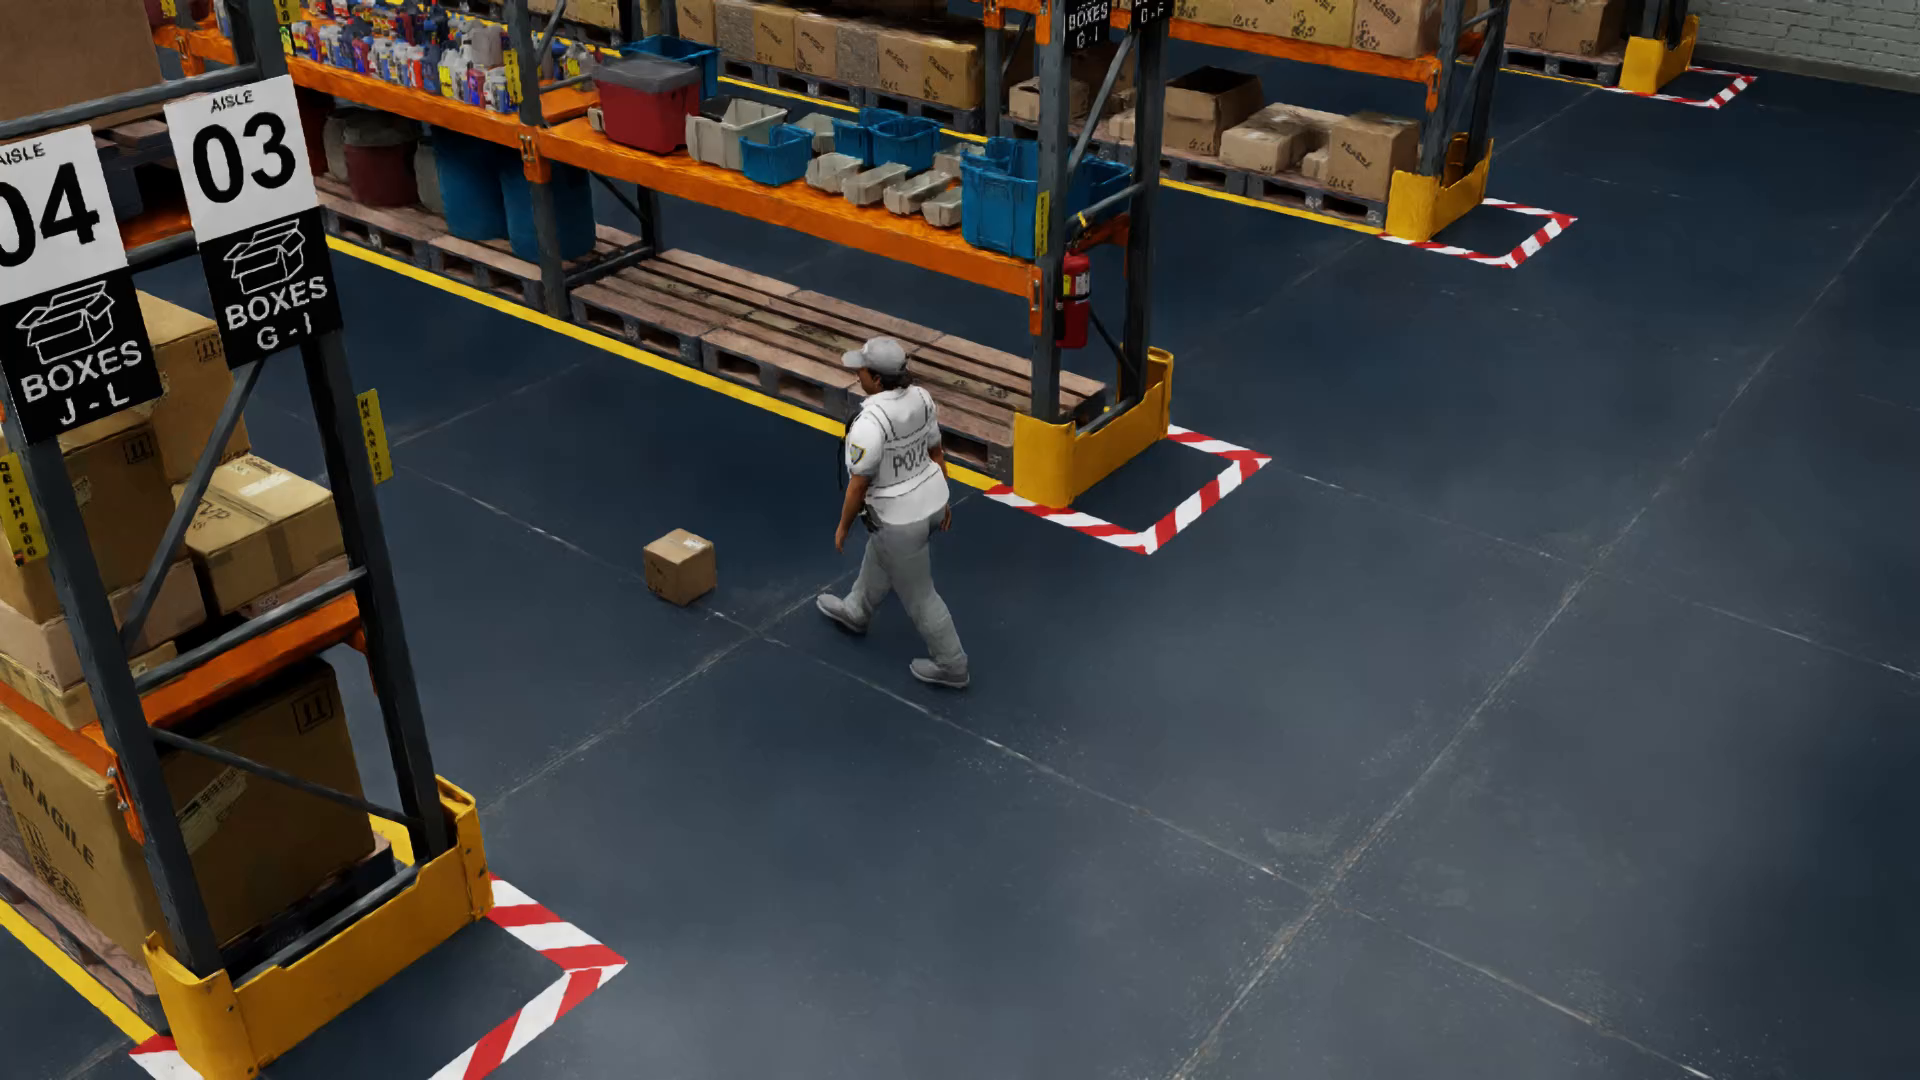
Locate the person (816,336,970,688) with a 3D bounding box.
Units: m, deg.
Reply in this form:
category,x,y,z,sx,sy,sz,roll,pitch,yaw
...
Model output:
category,x,y,z,sx,sy,sz,roll,pitch,yaw
person,-0.357,-0.146,7.374,0.928,1.606,0.497,16,35,25
